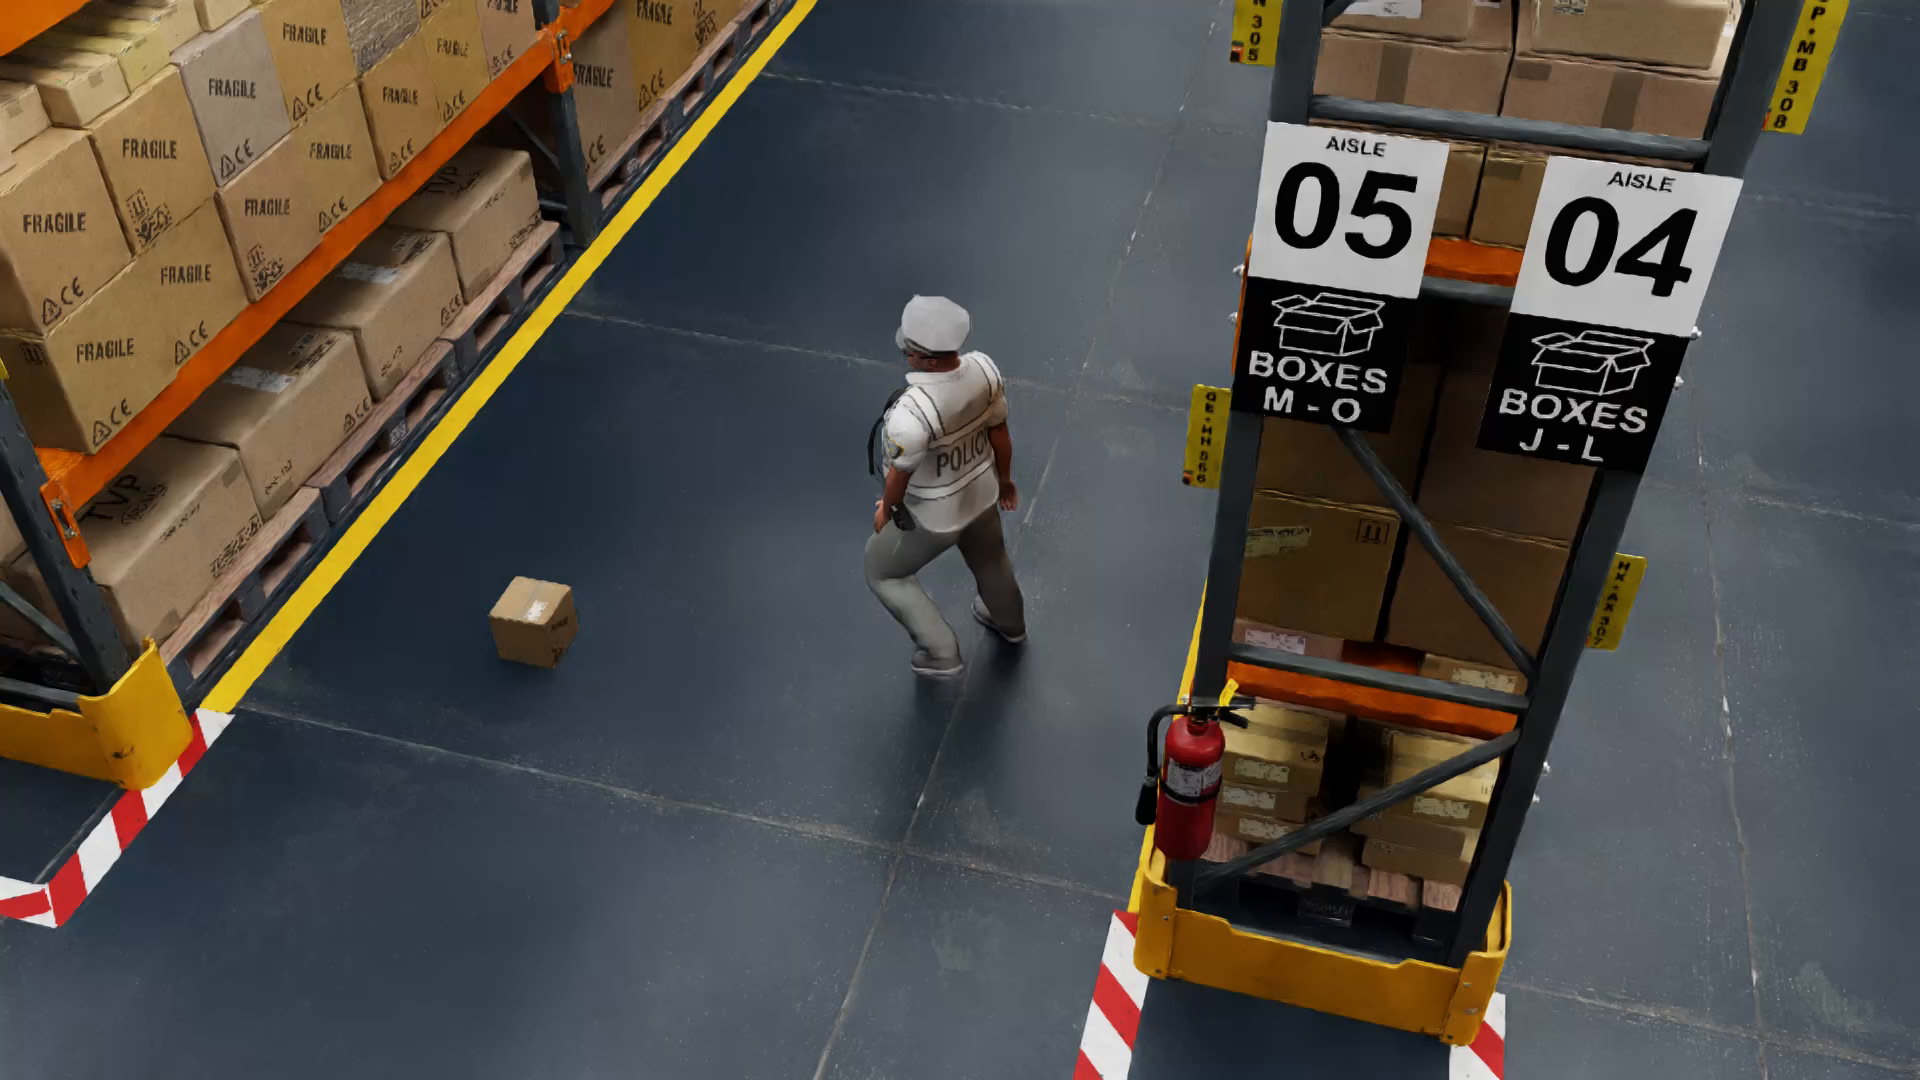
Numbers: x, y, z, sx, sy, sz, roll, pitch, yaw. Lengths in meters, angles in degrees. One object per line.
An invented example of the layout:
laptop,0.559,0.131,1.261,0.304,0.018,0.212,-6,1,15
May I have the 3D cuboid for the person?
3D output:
person,-0.040,-0.204,6.375,0.454,1.746,0.674,29,49,30
